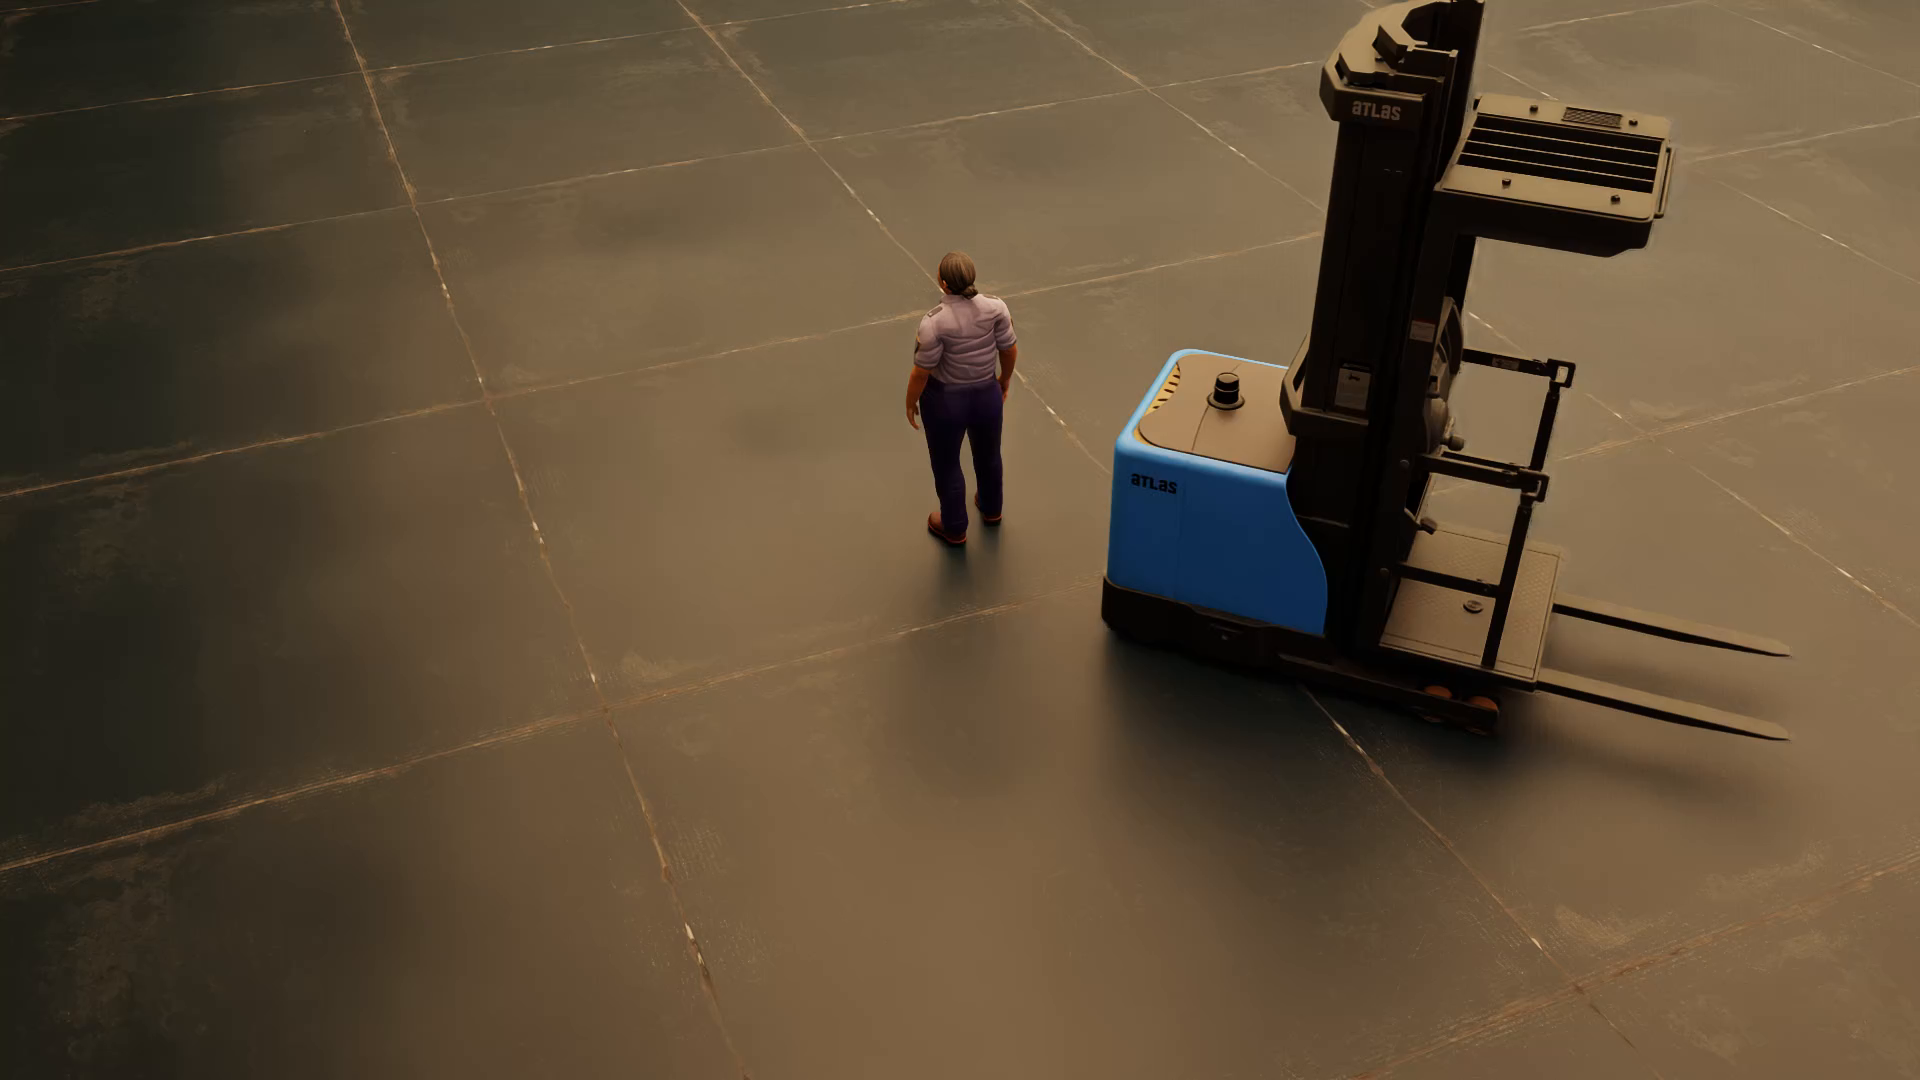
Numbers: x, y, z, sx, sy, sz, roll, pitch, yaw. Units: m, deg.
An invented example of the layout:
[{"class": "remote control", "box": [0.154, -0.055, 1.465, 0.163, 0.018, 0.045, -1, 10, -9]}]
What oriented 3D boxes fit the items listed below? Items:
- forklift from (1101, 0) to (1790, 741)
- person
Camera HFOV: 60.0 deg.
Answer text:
[{"class": "forklift", "box": [2.246, -0.682, 7.058, 3.031, 2.935, 1.130, 14, 38, 18]}, {"class": "person", "box": [-0.014, -0.730, 8.221, 0.598, 1.651, 0.502, -14, 38, -19]}]
